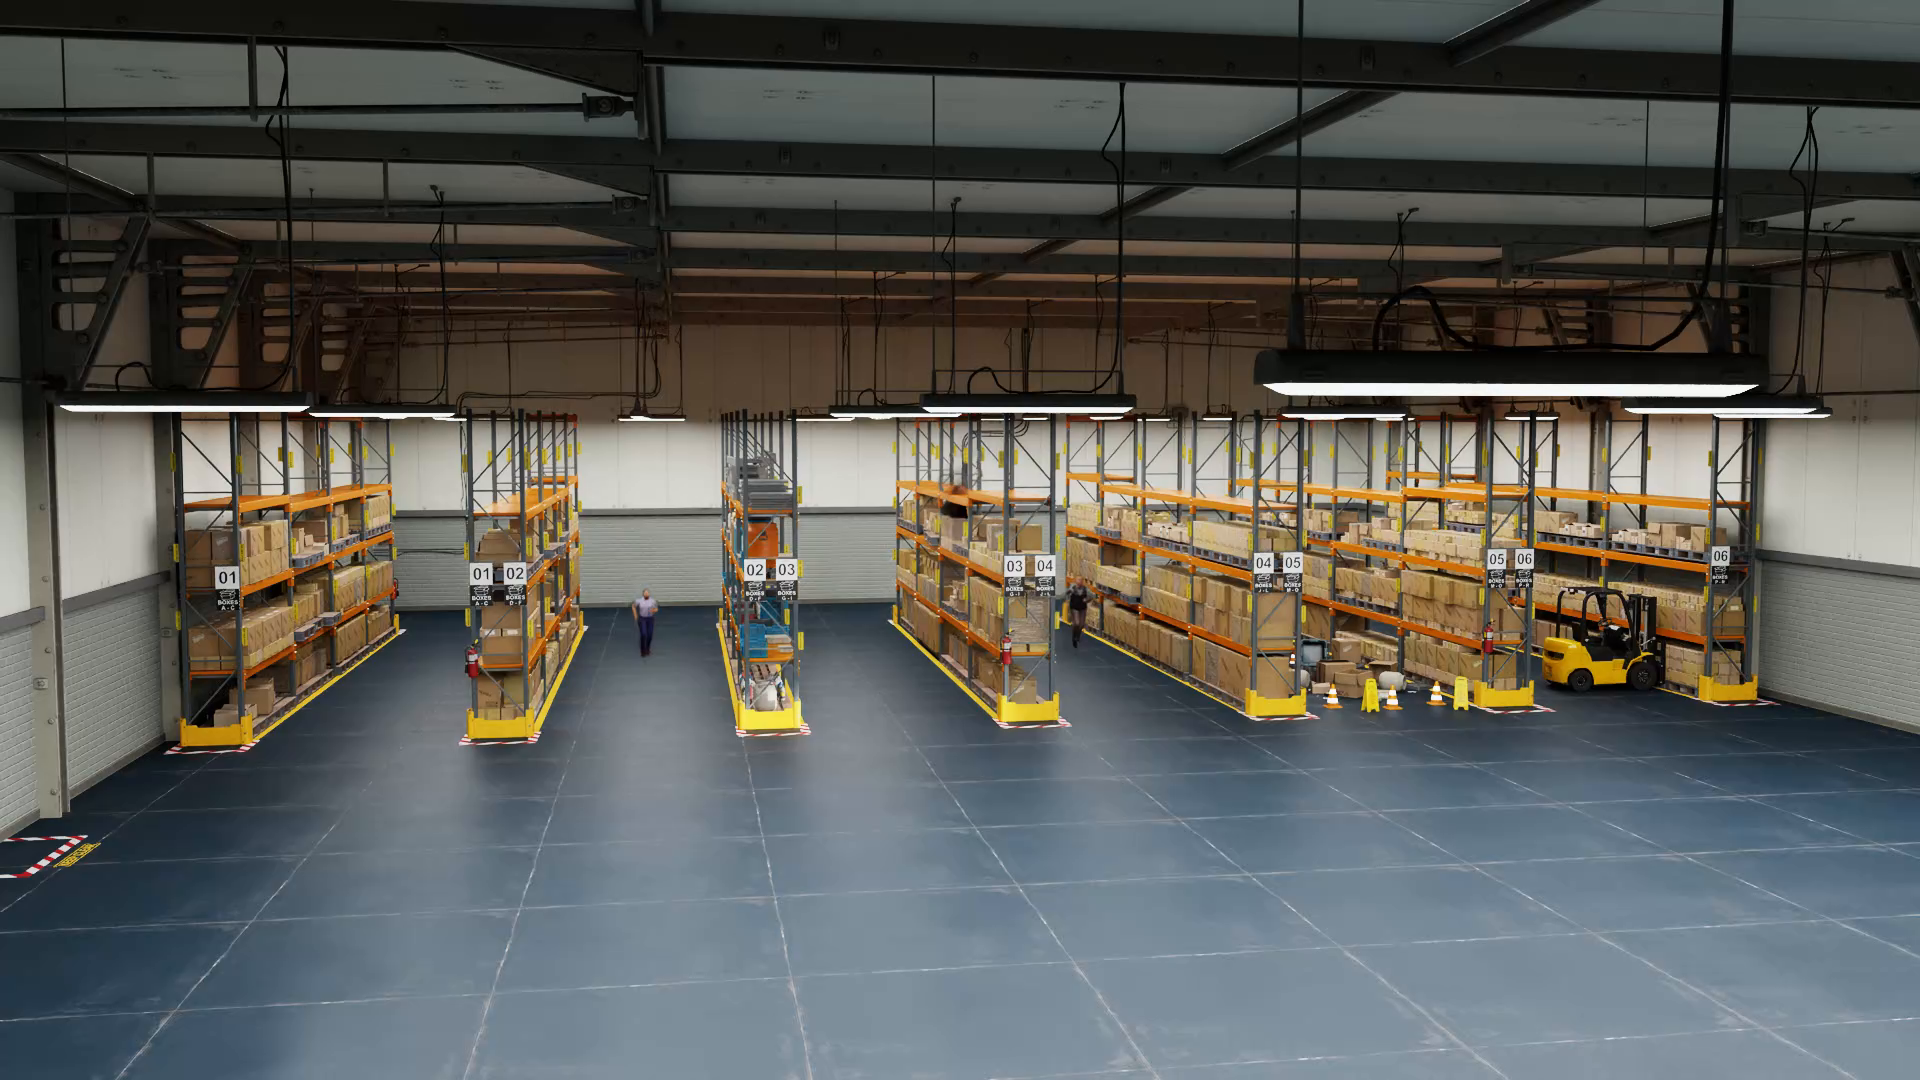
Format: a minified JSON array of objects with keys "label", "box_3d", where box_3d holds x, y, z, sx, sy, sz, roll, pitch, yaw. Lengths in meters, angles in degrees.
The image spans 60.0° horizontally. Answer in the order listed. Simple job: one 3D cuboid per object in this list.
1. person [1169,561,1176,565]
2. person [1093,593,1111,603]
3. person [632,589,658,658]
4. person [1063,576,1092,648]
[{"label":"person","box_3d":[6.489,1.432,50.478,0.531,1.572,0.555,-1,4,-8]},{"label":"person","box_3d":[4.219,1.415,49.752,0.759,1.693,0.729,2,4,22]},{"label":"person","box_3d":[-7.733,2.051,40.989,0.576,1.713,0.734,-2,4,-26]},{"label":"person","box_3d":[2.956,1.794,41.427,0.640,1.782,0.696,-1,4,-14]}]
